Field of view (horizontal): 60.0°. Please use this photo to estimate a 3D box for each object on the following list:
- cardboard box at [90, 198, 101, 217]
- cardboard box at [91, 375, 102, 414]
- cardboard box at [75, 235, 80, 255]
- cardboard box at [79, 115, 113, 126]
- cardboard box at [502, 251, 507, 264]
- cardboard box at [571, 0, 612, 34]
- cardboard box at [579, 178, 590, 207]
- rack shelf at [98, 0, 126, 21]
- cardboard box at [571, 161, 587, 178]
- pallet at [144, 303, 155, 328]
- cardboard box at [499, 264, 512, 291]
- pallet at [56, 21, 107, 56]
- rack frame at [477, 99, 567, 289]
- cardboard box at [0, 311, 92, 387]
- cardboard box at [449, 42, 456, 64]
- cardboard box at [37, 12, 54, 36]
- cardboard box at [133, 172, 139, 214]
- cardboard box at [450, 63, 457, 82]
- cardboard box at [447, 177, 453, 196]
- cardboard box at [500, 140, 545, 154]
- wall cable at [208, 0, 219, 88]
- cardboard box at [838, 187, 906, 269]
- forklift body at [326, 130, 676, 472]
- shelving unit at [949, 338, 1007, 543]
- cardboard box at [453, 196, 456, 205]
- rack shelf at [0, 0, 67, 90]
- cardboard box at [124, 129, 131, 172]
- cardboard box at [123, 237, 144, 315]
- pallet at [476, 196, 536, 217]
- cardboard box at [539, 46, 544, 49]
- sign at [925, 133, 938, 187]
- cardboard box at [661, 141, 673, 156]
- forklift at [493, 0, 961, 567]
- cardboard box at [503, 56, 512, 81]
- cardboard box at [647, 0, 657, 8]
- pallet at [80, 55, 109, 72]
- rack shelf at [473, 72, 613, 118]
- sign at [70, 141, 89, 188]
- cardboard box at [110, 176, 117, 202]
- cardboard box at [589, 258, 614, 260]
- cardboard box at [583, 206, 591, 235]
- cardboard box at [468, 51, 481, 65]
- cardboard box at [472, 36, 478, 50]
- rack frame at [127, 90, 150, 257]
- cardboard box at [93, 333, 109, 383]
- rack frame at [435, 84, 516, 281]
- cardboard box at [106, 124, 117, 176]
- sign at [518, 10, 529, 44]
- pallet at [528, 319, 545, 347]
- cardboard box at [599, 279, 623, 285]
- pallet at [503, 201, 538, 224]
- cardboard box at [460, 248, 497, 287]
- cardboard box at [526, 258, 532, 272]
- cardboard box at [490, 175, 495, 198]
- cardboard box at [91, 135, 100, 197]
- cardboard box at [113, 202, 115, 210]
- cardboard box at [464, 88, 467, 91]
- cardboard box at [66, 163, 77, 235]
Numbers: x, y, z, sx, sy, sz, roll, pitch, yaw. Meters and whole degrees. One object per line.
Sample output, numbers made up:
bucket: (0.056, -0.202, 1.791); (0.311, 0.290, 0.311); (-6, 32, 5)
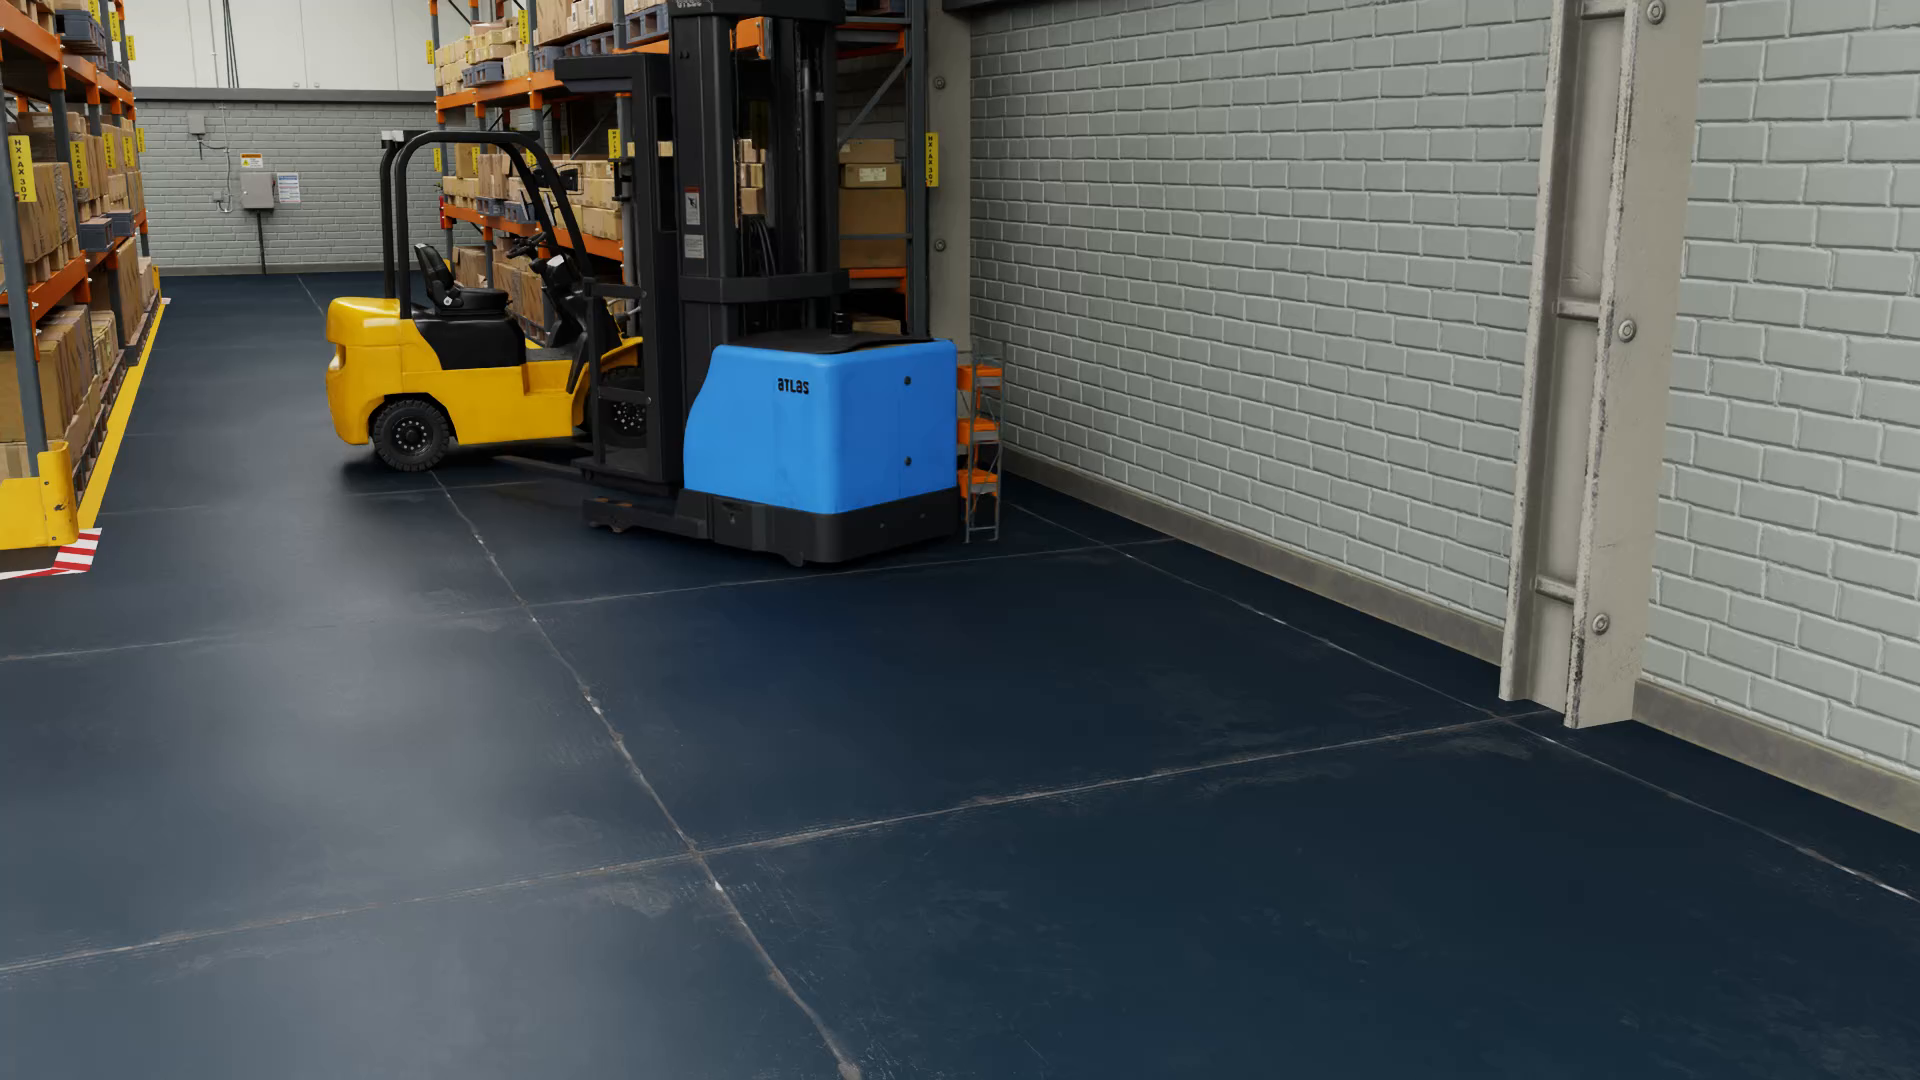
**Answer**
cardboard box: (-7.271, -2.728, 13.631); (0.380, 0.149, 0.250); (-5, 14, -21)
cardboard box: (-6.359, -0.999, 11.699); (0.500, 0.250, 0.500); (-5, 14, -20)
cardboard box: (-6.434, -2.070, 11.720); (0.380, 0.149, 0.250); (-6, 14, -24)
cardboard box: (-9.935, -4.825, 19.187); (0.380, 0.149, 0.250); (-6, 14, -24)
cardboard box: (-5.418, -3.488, 20.462); (0.380, 0.149, 0.250); (-6, 14, -25)
cardboard box: (-3.116, -4.638, 14.649); (0.500, 0.311, 0.500); (-6, 14, -25)
cardboard box: (-3.139, -3.141, 15.014); (0.500, 0.250, 0.500); (-5, 14, -22)
rack shelf: (-10.848, -6.675, 20.236); (1.077, 0.370, 4.000); (-6, 14, -23)
cardboard box: (-3.352, -3.405, 15.269); (0.380, 0.149, 0.250); (-6, 14, -24)
pallet: (-10.280, -2.690, 20.025); (1.003, 0.211, 1.213); (-6, 14, -23)
cardboard box: (-5.290, -3.091, 20.185); (0.500, 0.500, 0.500); (-6, 14, -24)
pallet: (-7.410, -3.953, 13.060); (1.213, 0.211, 1.003); (-6, 14, -23)
rack frame: (-5.500, -4.333, 20.941); (1.000, 3.000, 0.127); (-6, 14, -23)
cardboard box: (-6.154, -1.259, 11.161); (0.500, 0.500, 0.500); (-5, 14, -22)
cardboard box: (-6.541, -6.509, 22.251); (0.500, 0.250, 0.500); (-5, 14, -21)
cardboard box: (-6.436, -3.533, 11.387); (0.380, 0.149, 0.250); (-6, 14, -23)
cardboard box: (-10.386, -4.261, 20.408); (0.500, 0.500, 0.500); (-6, 14, -23)
cardboard box: (-6.531, -6.262, 22.294); (0.500, 0.250, 0.500); (-6, 14, -24)
cardboard box: (-6.965, -5.010, 23.535); (0.500, 0.250, 0.500); (-5, 14, -22)
cardboard box: (-5.853, -5.102, 22.273); (0.500, 0.500, 0.500); (-6, 14, -25)
wall cable: (-13.495, -8.851, 27.154); (2.355, 3.000, 0.029); (-6, 14, -23)
cardboard box: (-0.637, -2.030, 10.769); (0.500, 0.500, 0.500); (-5, 14, -21)
forklift body: (-3.124, -1.668, 11.306); (2.313, 2.155, 1.214); (-6, 14, -23)
shelving unit: (0.072, -0.530, 8.809); (0.215, 1.050, 0.252); (-5, 14, -31)
cardboard box: (-7.078, -4.896, 23.931); (0.380, 0.149, 0.250); (-5, 14, -22)
rack shelf: (-6.041, -2.929, 9.817); (1.077, 0.370, 4.000); (-6, 14, -23)
cardboard box: (-10.212, -4.645, 19.850); (0.500, 0.500, 0.500); (-6, 14, -24)
cardboard box: (-9.725, -2.933, 18.671); (0.875, 0.875, 0.875); (-5, 14, -21)
pallet: (-5.280, -4.065, 20.207); (1.003, 0.211, 1.213); (-6, 14, -23)
cardboard box: (-4.260, -5.141, 17.227); (0.380, 0.149, 0.250); (-5, 14, -22)
sign: (-0.182, -2.364, 10.334); (0.100, 0.325, 0.005); (-6, 14, -23)
cardboard box: (-2.004, -2.886, 12.368); (0.380, 0.149, 0.250); (-6, 14, -24)
forklift: (-1.449, -1.546, 9.051); (3.031, 2.935, 1.130); (11, 17, 39)
cardboard box: (-4.728, -5.187, 18.308); (0.500, 0.250, 0.500); (-6, 14, -23)
cardboard box: (-2.086, -3.994, 12.226); (0.380, 0.149, 0.250); (-5, 14, -21)
pallet: (-8.751, -4.556, 15.667); (1.213, 0.211, 1.003); (-5, 14, -20)
rack shelf: (-4.699, -5.031, 18.899); (1.077, 0.370, 4.000); (-6, 14, -23)
sign: (-6.348, -2.704, 11.980); (0.100, 0.325, 0.005); (-6, 14, -23)
cardboard box: (-8.627, -3.462, 16.401); (0.500, 0.250, 0.500); (-5, 14, -22)
cardboard box: (-4.100, -3.112, 18.836); (0.380, 0.149, 0.250); (-6, 14, -26)
cardboard box: (-3.114, -2.897, 15.066); (0.500, 0.250, 0.500); (-6, 14, -23)
cardboard box: (-5.673, -5.772, 19.906); (0.380, 0.149, 0.250); (-5, 14, -22)
cardboard box: (-5.548, -5.864, 19.648); (0.380, 0.149, 0.250); (-6, 14, -24)
rack frame: (-11.649, -4.711, 22.571); (1.000, 3.000, 0.127); (-6, 14, -23)
cardboard box: (-7.346, -1.412, 13.216); (0.950, 0.372, 0.625); (-5, 14, -19)
rack frame: (-7.102, -5.160, 24.512); (1.000, 3.000, 0.127); (-6, 14, -23)
cardboard box: (-8.819, -3.928, 16.749); (0.500, 0.500, 0.500); (-5, 14, -21)
sign: (-4.396, -5.172, 16.764); (0.100, 0.325, 0.005); (-6, 14, -23)
pallet: (-4.162, -2.306, 18.366); (1.003, 0.211, 1.213); (-6, 14, -23)
cardboard box: (-3.122, -2.151, 15.848); (0.875, 0.625, 0.625); (-6, 14, -25)
pallet: (-4.234, -3.547, 17.970); (1.213, 0.211, 1.003); (-6, 14, -23)
cardboard box: (-6.638, -3.832, 23.385); (0.700, 0.500, 0.500); (-5, 14, -21)
cardboard box: (-4.695, -3.111, 18.834); (0.380, 0.149, 0.250); (-6, 14, -24)
cardboard box: (-5.295, -4.151, 19.519); (0.396, 0.266, 0.258); (-5, 14, -20)
cardboard box: (-7.369, -3.065, 13.646); (0.500, 0.500, 0.500); (-6, 14, -25)
cardboard box: (-8.632, -3.213, 16.434); (0.500, 0.250, 0.500); (-6, 14, -25)
cardboard box: (-6.204, -5.878, 21.521); (0.380, 0.149, 0.250); (-6, 14, -23)
cardboard box: (-6.436, -2.356, 11.515); (0.500, 0.500, 0.500); (-6, 14, -24)
